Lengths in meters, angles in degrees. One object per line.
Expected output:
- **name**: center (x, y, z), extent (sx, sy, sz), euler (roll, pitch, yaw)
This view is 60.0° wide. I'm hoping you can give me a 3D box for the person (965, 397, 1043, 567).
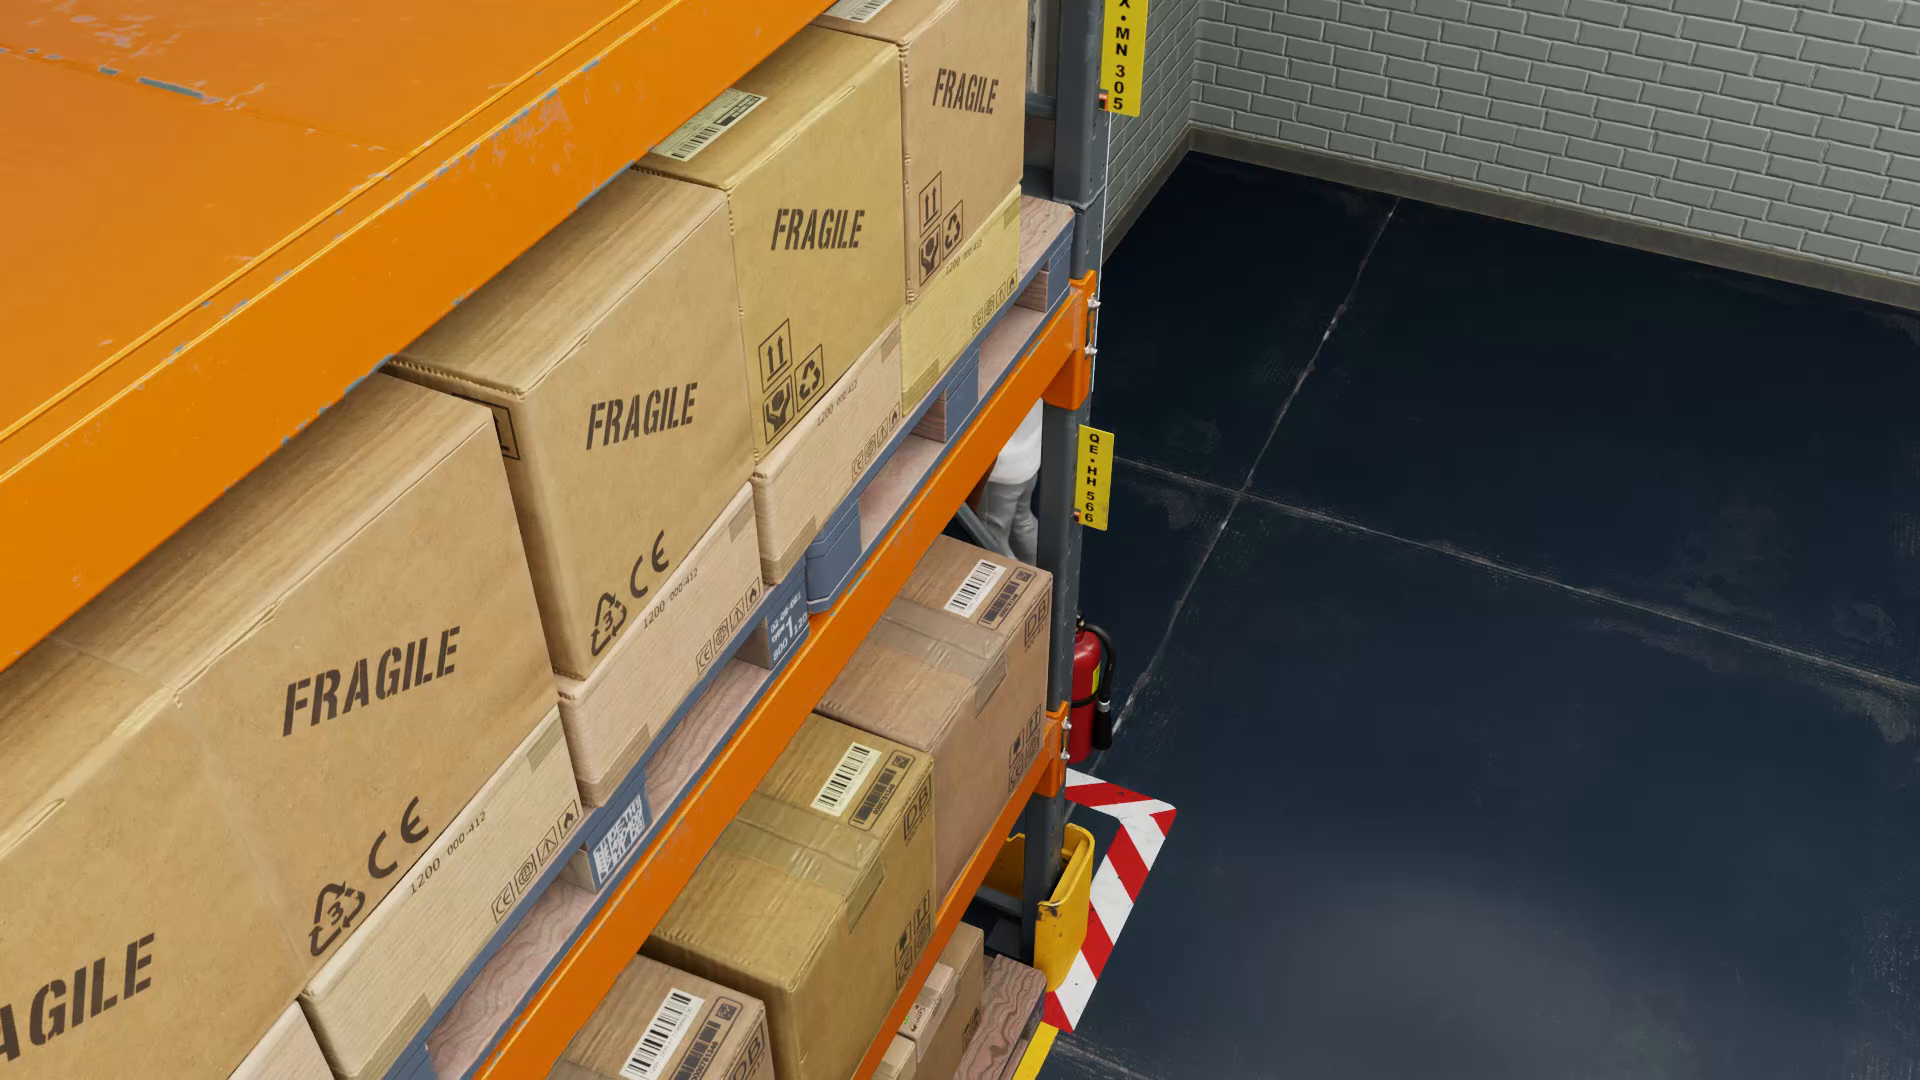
- **person**: center (0.177, -0.329, 6.511), extent (0.363, 1.763, 0.565), euler (18, 45, 19)
